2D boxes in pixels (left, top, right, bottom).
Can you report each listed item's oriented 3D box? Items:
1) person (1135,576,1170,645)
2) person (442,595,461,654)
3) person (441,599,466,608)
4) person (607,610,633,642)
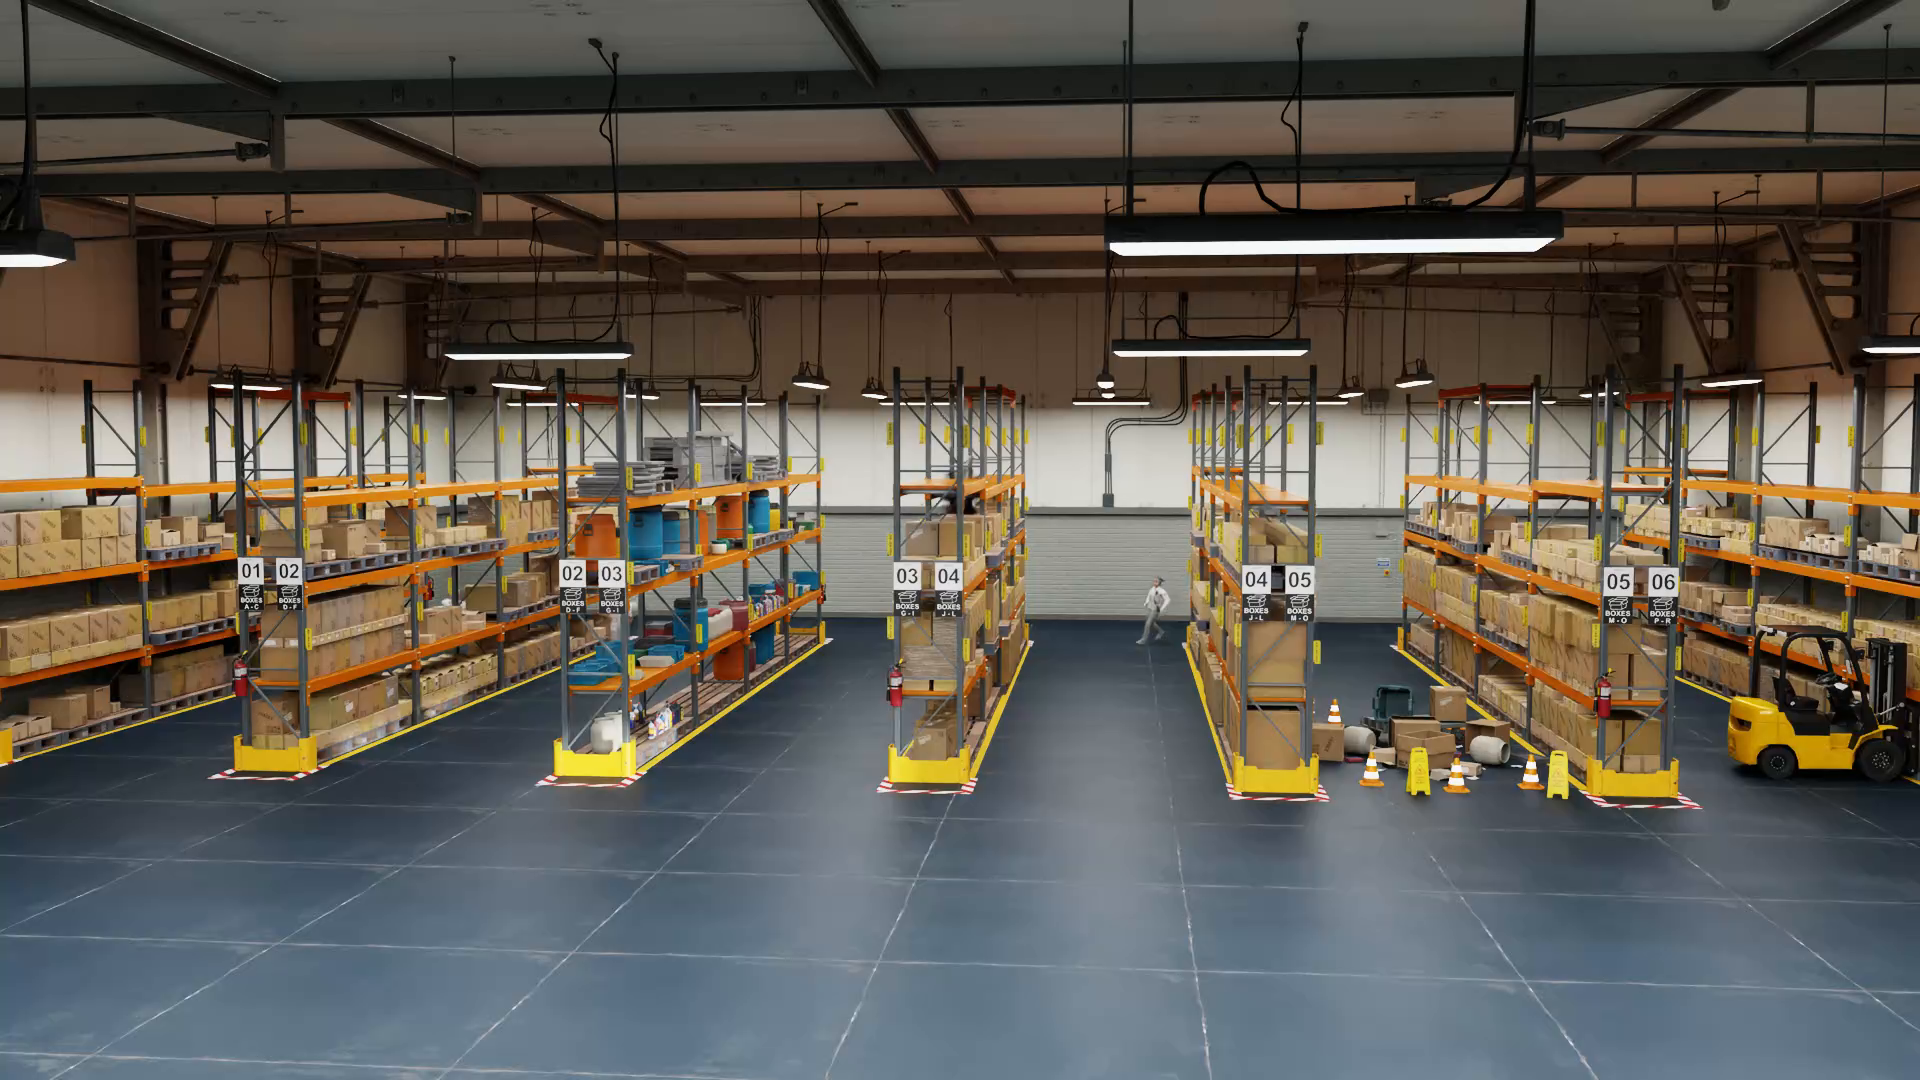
[{"bbox_3d":[4.696,1.681,39.998,0.899,1.652,0.674,-2,4,-31],"label":"person"},{"bbox_3d":[-10.854,1.915,35.587,0.654,1.762,0.799,0,4,5],"label":"person"},{"bbox_3d":[-1.421,1.749,38.199,20.392,1.813,1.907,-1,4,-12],"label":"person"},{"bbox_3d":[-7.313,1.953,35.746,0.590,1.683,0.720,0,4,5],"label":"person"}]
